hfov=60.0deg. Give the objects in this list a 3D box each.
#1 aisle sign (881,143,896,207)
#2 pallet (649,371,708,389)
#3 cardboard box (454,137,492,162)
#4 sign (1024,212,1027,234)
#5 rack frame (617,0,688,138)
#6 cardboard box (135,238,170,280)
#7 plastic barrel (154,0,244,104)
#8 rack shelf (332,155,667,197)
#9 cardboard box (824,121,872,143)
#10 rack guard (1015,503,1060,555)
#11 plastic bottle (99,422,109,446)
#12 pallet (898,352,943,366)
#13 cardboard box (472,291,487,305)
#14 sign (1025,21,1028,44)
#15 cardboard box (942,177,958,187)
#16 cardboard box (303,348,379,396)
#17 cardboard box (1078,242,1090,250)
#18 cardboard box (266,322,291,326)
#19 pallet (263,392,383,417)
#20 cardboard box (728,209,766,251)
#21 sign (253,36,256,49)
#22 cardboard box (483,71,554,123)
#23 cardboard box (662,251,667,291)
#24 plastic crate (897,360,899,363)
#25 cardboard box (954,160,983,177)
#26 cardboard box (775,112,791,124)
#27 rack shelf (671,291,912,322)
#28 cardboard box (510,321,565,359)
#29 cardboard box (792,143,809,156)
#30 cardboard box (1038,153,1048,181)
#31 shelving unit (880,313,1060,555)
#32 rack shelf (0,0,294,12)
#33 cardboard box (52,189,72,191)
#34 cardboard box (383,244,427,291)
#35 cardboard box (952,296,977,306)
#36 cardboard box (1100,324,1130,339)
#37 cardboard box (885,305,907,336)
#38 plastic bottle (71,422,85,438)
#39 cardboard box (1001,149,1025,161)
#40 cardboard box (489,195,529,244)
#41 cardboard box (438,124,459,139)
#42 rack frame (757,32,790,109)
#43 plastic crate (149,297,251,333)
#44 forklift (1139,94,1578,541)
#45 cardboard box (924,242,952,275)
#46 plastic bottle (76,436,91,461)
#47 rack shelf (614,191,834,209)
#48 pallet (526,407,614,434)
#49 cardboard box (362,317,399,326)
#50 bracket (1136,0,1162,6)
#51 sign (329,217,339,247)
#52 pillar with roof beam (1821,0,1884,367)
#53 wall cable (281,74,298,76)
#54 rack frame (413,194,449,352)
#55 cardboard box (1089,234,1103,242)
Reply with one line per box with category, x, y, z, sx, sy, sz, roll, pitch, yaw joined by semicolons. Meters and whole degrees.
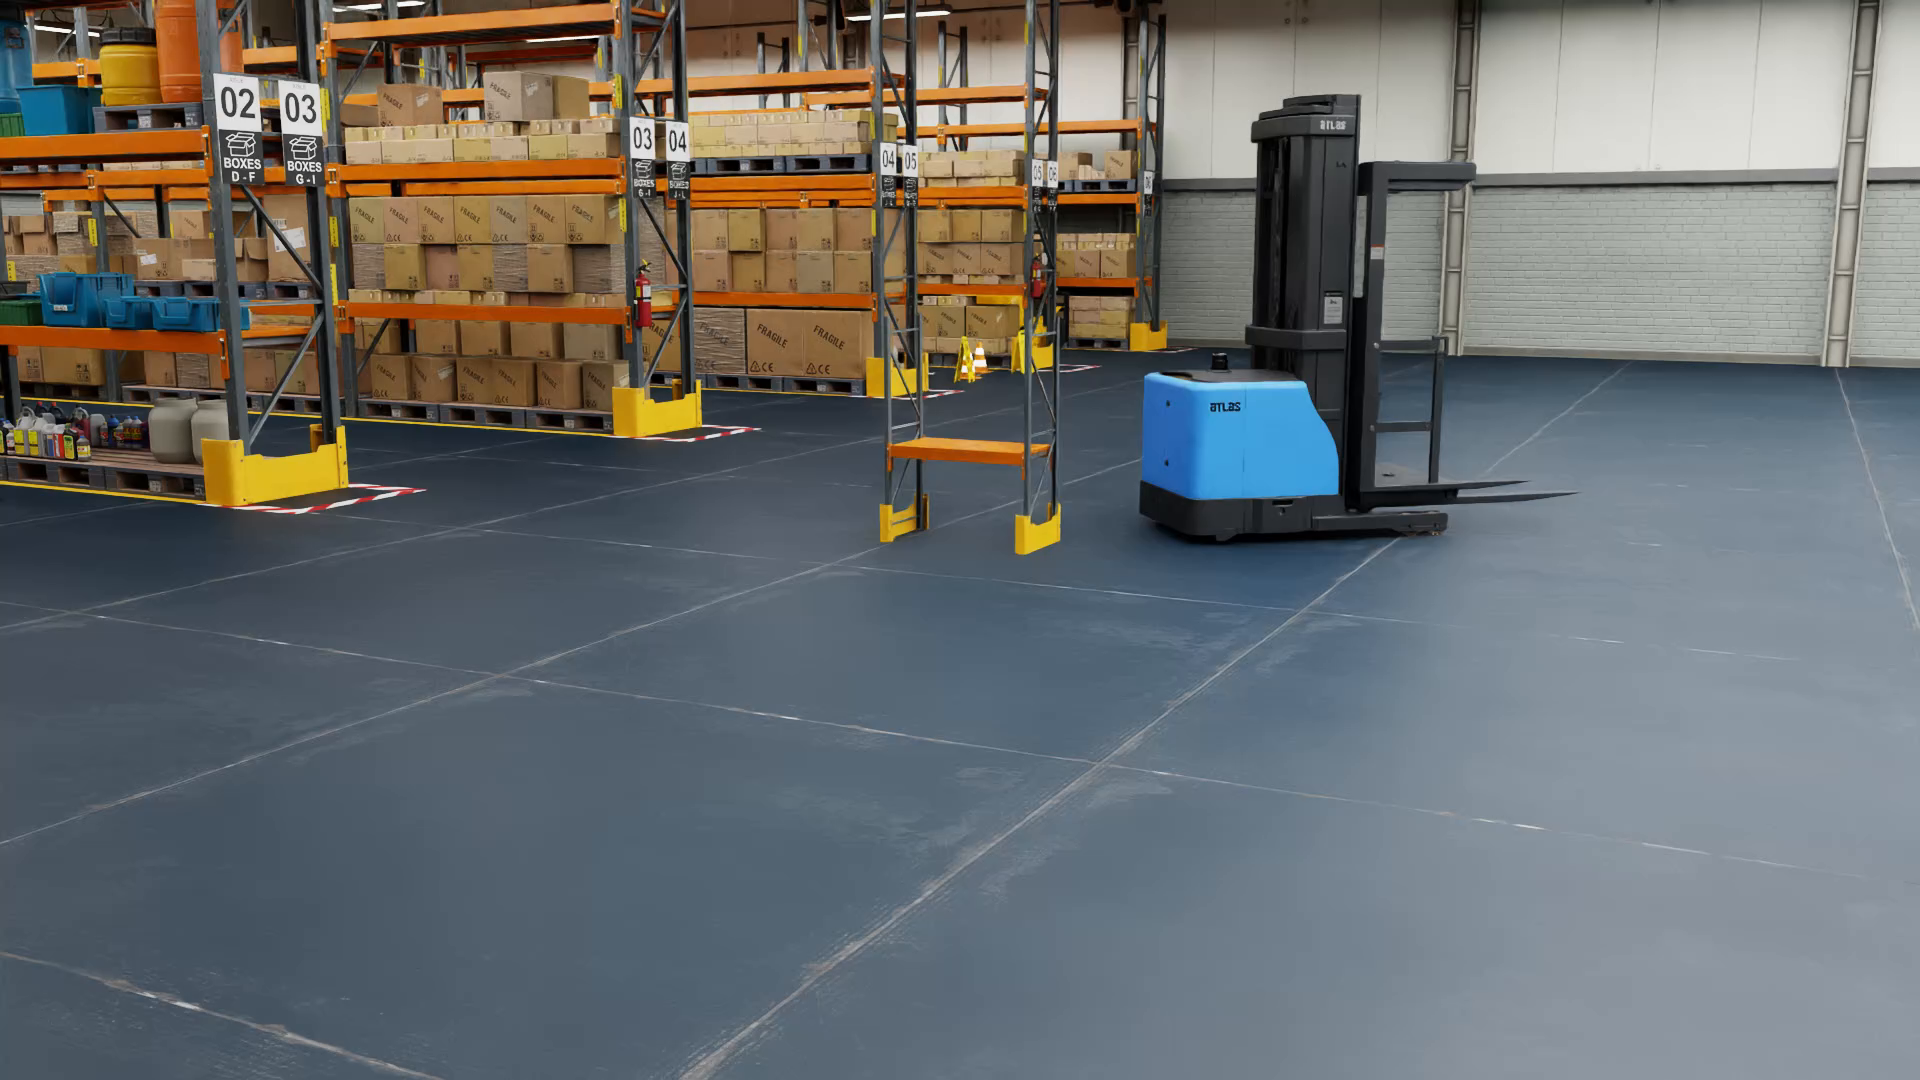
aisle sign;-0.907;-4.637;21.130;0.004;0.787;0.394;5;11;26
pallet;-3.778;-2.282;23.247;1.213;0.211;1.003;5;11;26
cardboard box;-5.027;-4.146;17.716;0.500;0.250;0.500;5;11;25
sign;0.998;-4.848;25.457;0.005;0.325;0.100;5;11;26
rack frame;-3.124;-5.579;16.790;0.127;3.000;1.000;5;11;26
cardboard box;-9.796;-3.477;20.561;0.500;0.500;0.500;4;11;19
plastic barrel;-5.807;-3.748;12.710;0.708;0.830;0.600;5;11;26
rack shelf;-4.917;-3.907;17.992;4.000;0.370;1.077;5;11;26
cardboard box;-1.401;-5.210;21.297;0.500;0.250;0.500;5;11;27
rack guard;0.515;-0.078;10.958;0.087;0.250;0.587;5;11;26
plastic bottle;-7.473;-0.927;14.553;0.097;0.201;0.097;0;10;0
pallet;-0.610;-3.010;27.268;1.213;0.211;1.003;5;11;26
cardboard box;-5.056;-2.625;18.019;0.250;0.149;0.380;5;11;26
sign;0.997;-7.612;24.956;0.005;0.325;0.100;5;11;26
cardboard box;-0.085;-5.629;26.193;0.250;0.149;0.380;5;11;25
cardboard box;-7.252;-1.981;19.535;0.500;0.500;0.700;4;11;21
cardboard box;2.354;-5.421;30.658;0.250;0.149;0.380;5;11;25
cardboard box;-10.579;-3.192;26.282;0.500;0.500;0.500;6;12;28
pallet;-7.410;-1.631;19.651;1.213;0.211;1.003;5;11;26
cardboard box;-2.663;-4.167;22.381;0.500;0.550;0.875;5;11;26
sign;-11.359;-7.936;26.742;0.005;0.325;0.100;5;11;26
cardboard box;-4.626;-4.627;17.428;0.500;0.500;0.500;5;11;26
cardboard box;-4.089;-3.773;23.235;0.550;0.550;0.875;5;11;26
plastic crate;-1.281;-2.834;26.663;0.583;0.080;0.402;1;10;6
cardboard box;0.238;-5.798;26.006;0.500;0.250;0.500;5;11;25
cardboard box;-2.200;-5.465;21.585;0.250;0.149;0.380;5;11;26
rack shelf;-2.632;-3.215;22.592;4.000;0.370;1.077;5;11;26
cardboard box;-5.885;-2.937;24.176;0.750;0.750;1.050;5;11;26
cardboard box;-1.969;-5.052;21.544;0.250;0.149;0.380;5;11;26
cardboard box;1.567;-6.931;30.928;0.637;0.503;0.797;5;12;28
shelving unit;0.068;-0.732;11.063;1.083;1.500;0.587;5;11;26
rack shelf;-7.109;-4.395;13.389;4.000;0.370;1.077;5;11;26
cardboard box;-14.897;-5.998;27.948;0.500;0.250;0.500;5;12;28
cardboard box;-5.902;-3.048;18.531;0.500;0.500;0.875;5;11;26
cardboard box;0.069;-3.791;26.371;0.250;0.149;0.380;5;12;27
cardboard box;2.893;-3.843;30.584;0.500;0.250;0.500;5;11;26
cardboard box;-0.967;-3.577;27.006;0.500;0.500;0.500;6;12;29
plastic bottle;-7.323;-0.832;13.797;0.133;0.283;0.061;5;11;26
cardboard box;0.827;-5.934;25.640;0.250;0.149;0.380;5;11;26
cardboard box;-4.624;-3.397;17.653;0.500;0.500;0.500;5;11;26
cardboard box;-5.370;-4.369;17.828;0.250;0.149;0.380;5;11;25
rack frame;-3.720;-8.585;33.400;0.127;3.000;1.000;5;11;26
plastic crate;-5.896;-1.755;12.920;0.616;0.251;0.499;5;11;26
forklift;2.856;-1.553;11.579;3.031;2.935;1.130;-3;11;-14
cardboard box;-0.242;-4.484;26.470;0.500;0.500;0.500;5;11;26
plastic bottle;-7.156;-0.750;13.576;0.097;0.201;0.097;0;10;0
rack shelf;-4.119;-5.805;28.478;4.000;0.370;1.077;5;11;26
pallet;-3.905;-1.331;17.990;1.213;0.211;1.003;5;11;26
cardboard box;-8.742;-3.399;25.325;0.500;0.250;0.500;5;11;24
bracket;3.444;-9.836;30.200;0.430;0.232;0.235;5;11;26
sign;-6.953;-3.423;18.471;0.005;0.325;0.100;5;11;26
pillar with roof beam;12.085;-6.521;21.991;0.400;9.000;9.100;5;11;26
wall cable;-15.389;-12.602;39.975;0.133;3.039;2.988;5;11;26
rack frame;-8.013;-4.042;25.140;0.127;3.000;1.000;5;11;26
cardboard box;2.558;-5.543;30.497;0.250;0.149;0.380;5;12;27
